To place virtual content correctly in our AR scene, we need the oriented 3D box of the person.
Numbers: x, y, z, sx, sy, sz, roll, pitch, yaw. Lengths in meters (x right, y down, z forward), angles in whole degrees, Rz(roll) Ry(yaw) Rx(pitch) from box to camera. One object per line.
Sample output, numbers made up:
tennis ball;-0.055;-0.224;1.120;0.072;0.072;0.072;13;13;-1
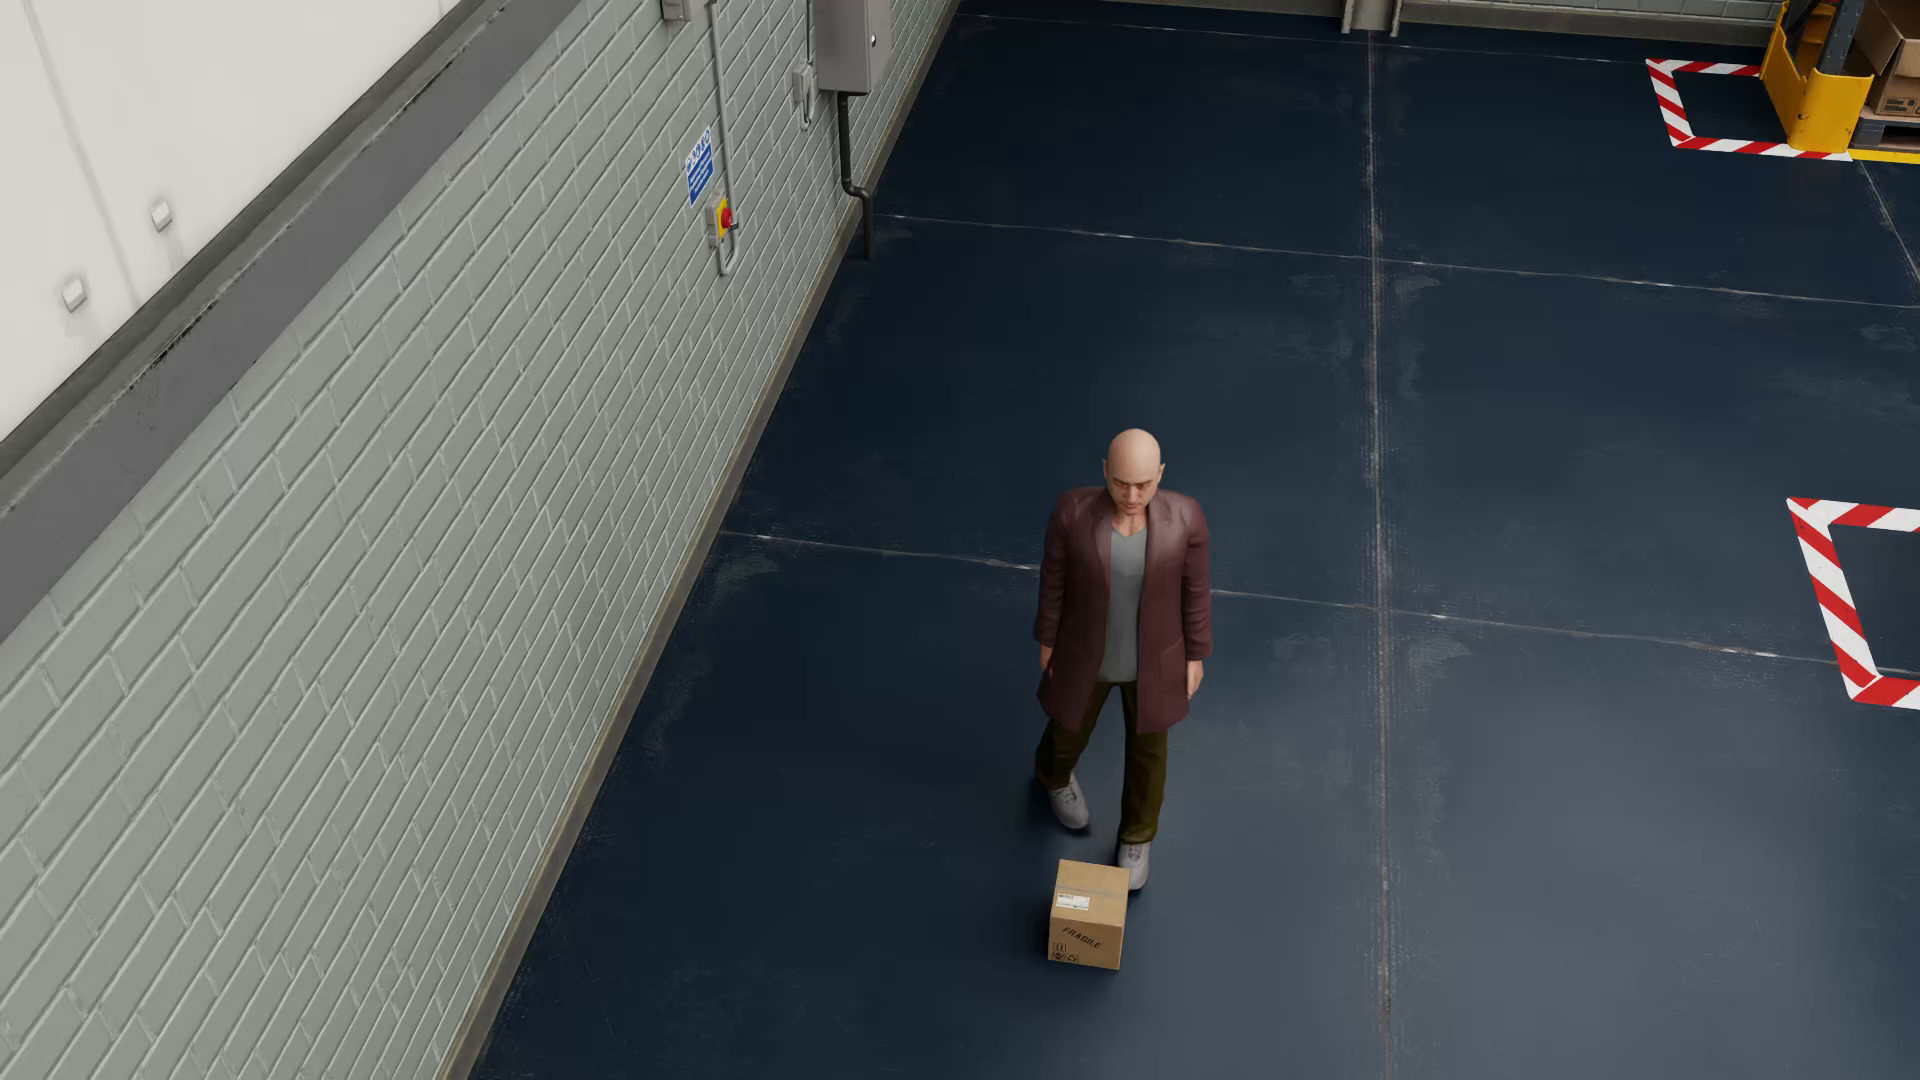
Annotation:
person;0.551;0.411;5.674;0.619;1.788;0.617;3;40;4
